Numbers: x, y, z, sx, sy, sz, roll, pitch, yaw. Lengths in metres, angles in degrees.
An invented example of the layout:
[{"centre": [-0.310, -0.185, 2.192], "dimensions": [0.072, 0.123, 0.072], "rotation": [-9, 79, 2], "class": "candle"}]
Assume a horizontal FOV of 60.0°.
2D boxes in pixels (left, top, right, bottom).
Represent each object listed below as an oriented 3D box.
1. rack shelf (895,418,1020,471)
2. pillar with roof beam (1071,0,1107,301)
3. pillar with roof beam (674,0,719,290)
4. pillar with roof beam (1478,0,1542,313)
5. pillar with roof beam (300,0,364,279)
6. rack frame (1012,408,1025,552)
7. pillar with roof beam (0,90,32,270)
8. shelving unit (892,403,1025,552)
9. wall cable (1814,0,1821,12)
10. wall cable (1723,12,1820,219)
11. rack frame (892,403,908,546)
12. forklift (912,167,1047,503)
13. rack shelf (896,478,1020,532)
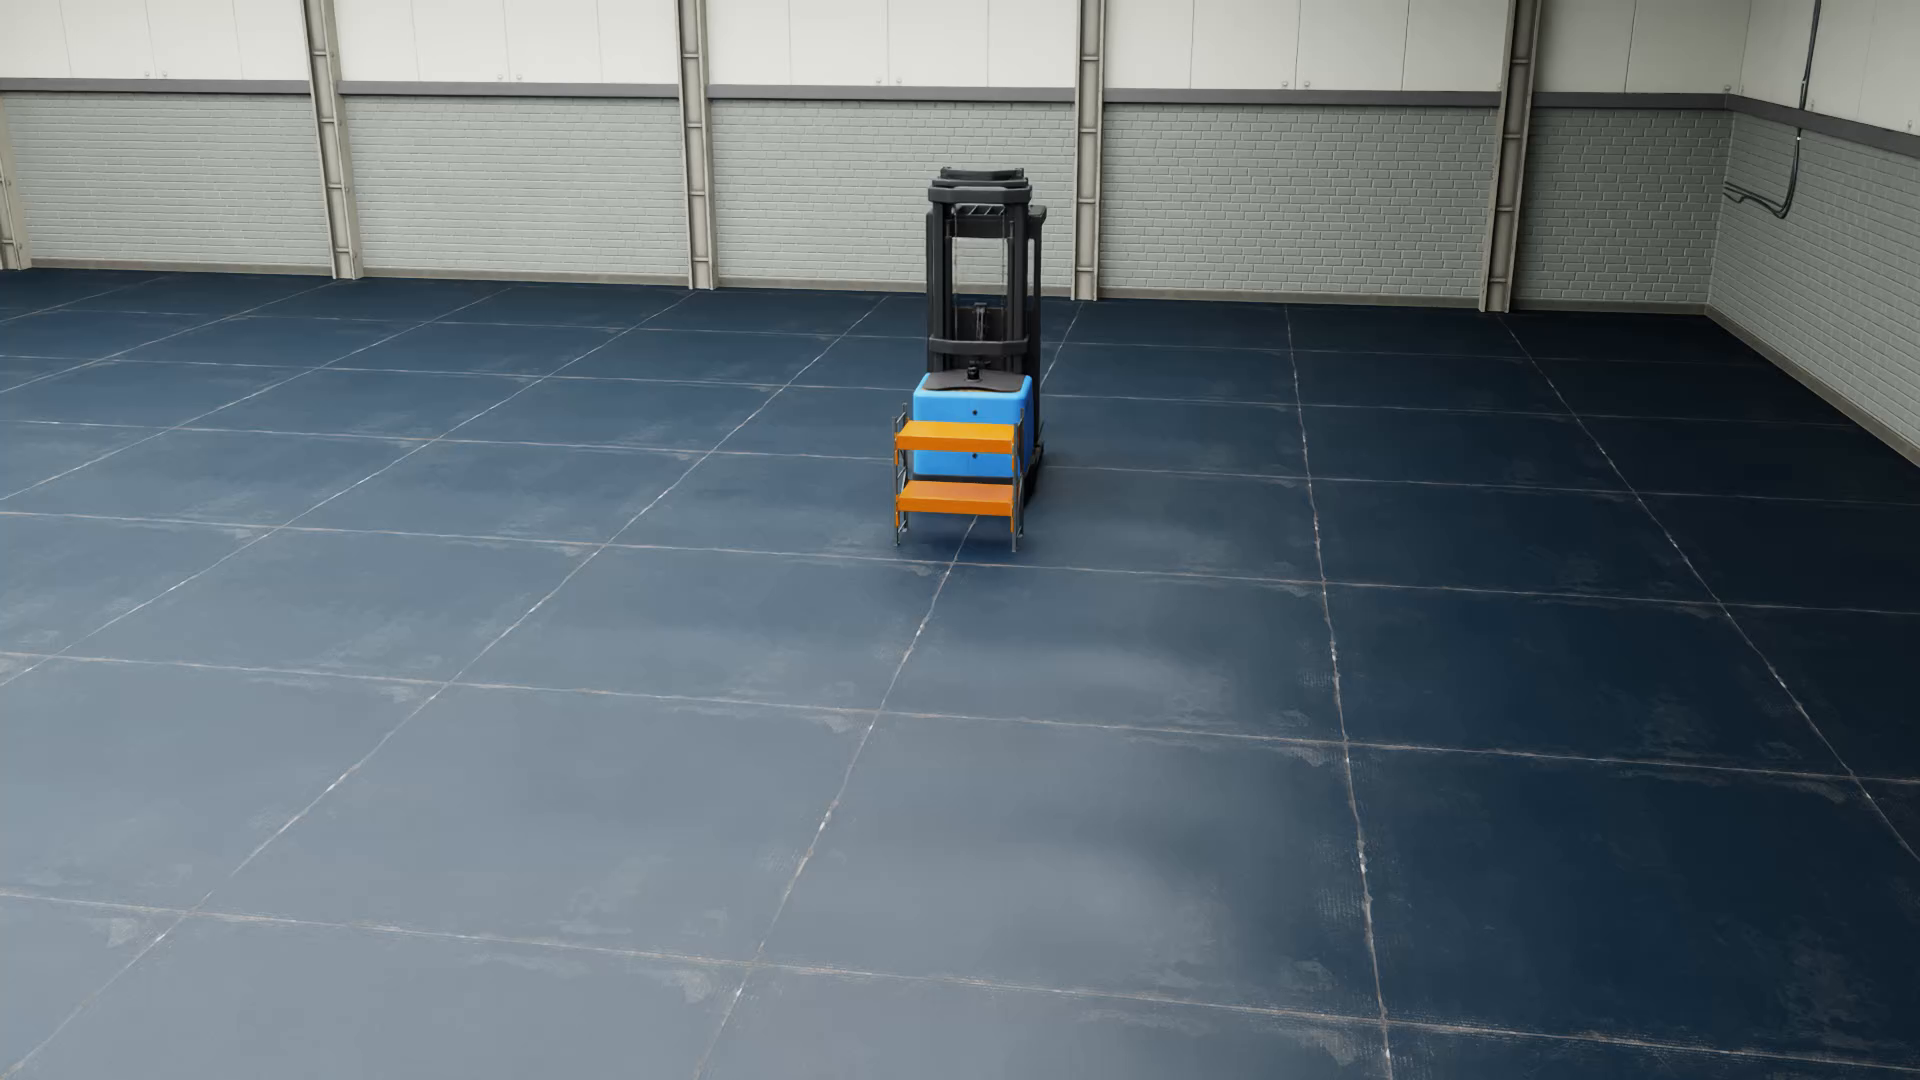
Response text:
[{"centre": [-0.007, -0.811, 14.033], "dimensions": [1.000, 0.278, 0.538], "rotation": [3, 19, 9], "class": "rack shelf"}, {"centre": [1.213, -6.589, 19.815], "dimensions": [0.400, 9.000, 9.100], "rotation": [3, 19, 9], "class": "pillar with roof beam"}, {"centre": [-4.711, -6.891, 20.717], "dimensions": [0.400, 9.000, 9.100], "rotation": [3, 19, 9], "class": "pillar with roof beam"}, {"centre": [7.137, -6.287, 18.912], "dimensions": [0.400, 9.000, 9.100], "rotation": [3, 19, 9], "class": "pillar with roof beam"}, {"centre": [-10.635, -7.193, 21.620], "dimensions": [0.400, 9.000, 9.100], "rotation": [3, 19, 9], "class": "pillar with roof beam"}, {"centre": [0.495, -0.508, 14.049], "dimensions": [0.032, 1.125, 0.500], "rotation": [3, 19, 9], "class": "rack frame"}, {"centre": [-16.559, -7.495, 22.522], "dimensions": [0.400, 9.000, 9.100], "rotation": [3, 19, 9], "class": "pillar with roof beam"}, {"centre": [-0.007, -0.534, 14.126], "dimensions": [1.048, 1.125, 0.538], "rotation": [3, 19, 9], "class": "shelving unit"}, {"centre": [10.089, -7.149, 18.420], "dimensions": [0.112, 2.526, 3.097], "rotation": [3, 19, 9], "class": "wall cable"}, {"centre": [10.518, -5.601, 21.754], "dimensions": [0.112, 2.526, 3.097], "rotation": [3, 19, 9], "class": "wall cable"}, {"centre": [-0.509, -0.559, 14.202], "dimensions": [0.032, 1.125, 0.500], "rotation": [3, 19, 9], "class": "rack frame"}, {"centre": [0.252, -2.149, 16.107], "dimensions": [1.130, 2.935, 3.031], "rotation": [2, 19, 6], "class": "forklift"}, {"centre": [-0.007, -0.302, 14.203], "dimensions": [1.000, 0.278, 0.538], "rotation": [3, 19, 9], "class": "rack shelf"}]
